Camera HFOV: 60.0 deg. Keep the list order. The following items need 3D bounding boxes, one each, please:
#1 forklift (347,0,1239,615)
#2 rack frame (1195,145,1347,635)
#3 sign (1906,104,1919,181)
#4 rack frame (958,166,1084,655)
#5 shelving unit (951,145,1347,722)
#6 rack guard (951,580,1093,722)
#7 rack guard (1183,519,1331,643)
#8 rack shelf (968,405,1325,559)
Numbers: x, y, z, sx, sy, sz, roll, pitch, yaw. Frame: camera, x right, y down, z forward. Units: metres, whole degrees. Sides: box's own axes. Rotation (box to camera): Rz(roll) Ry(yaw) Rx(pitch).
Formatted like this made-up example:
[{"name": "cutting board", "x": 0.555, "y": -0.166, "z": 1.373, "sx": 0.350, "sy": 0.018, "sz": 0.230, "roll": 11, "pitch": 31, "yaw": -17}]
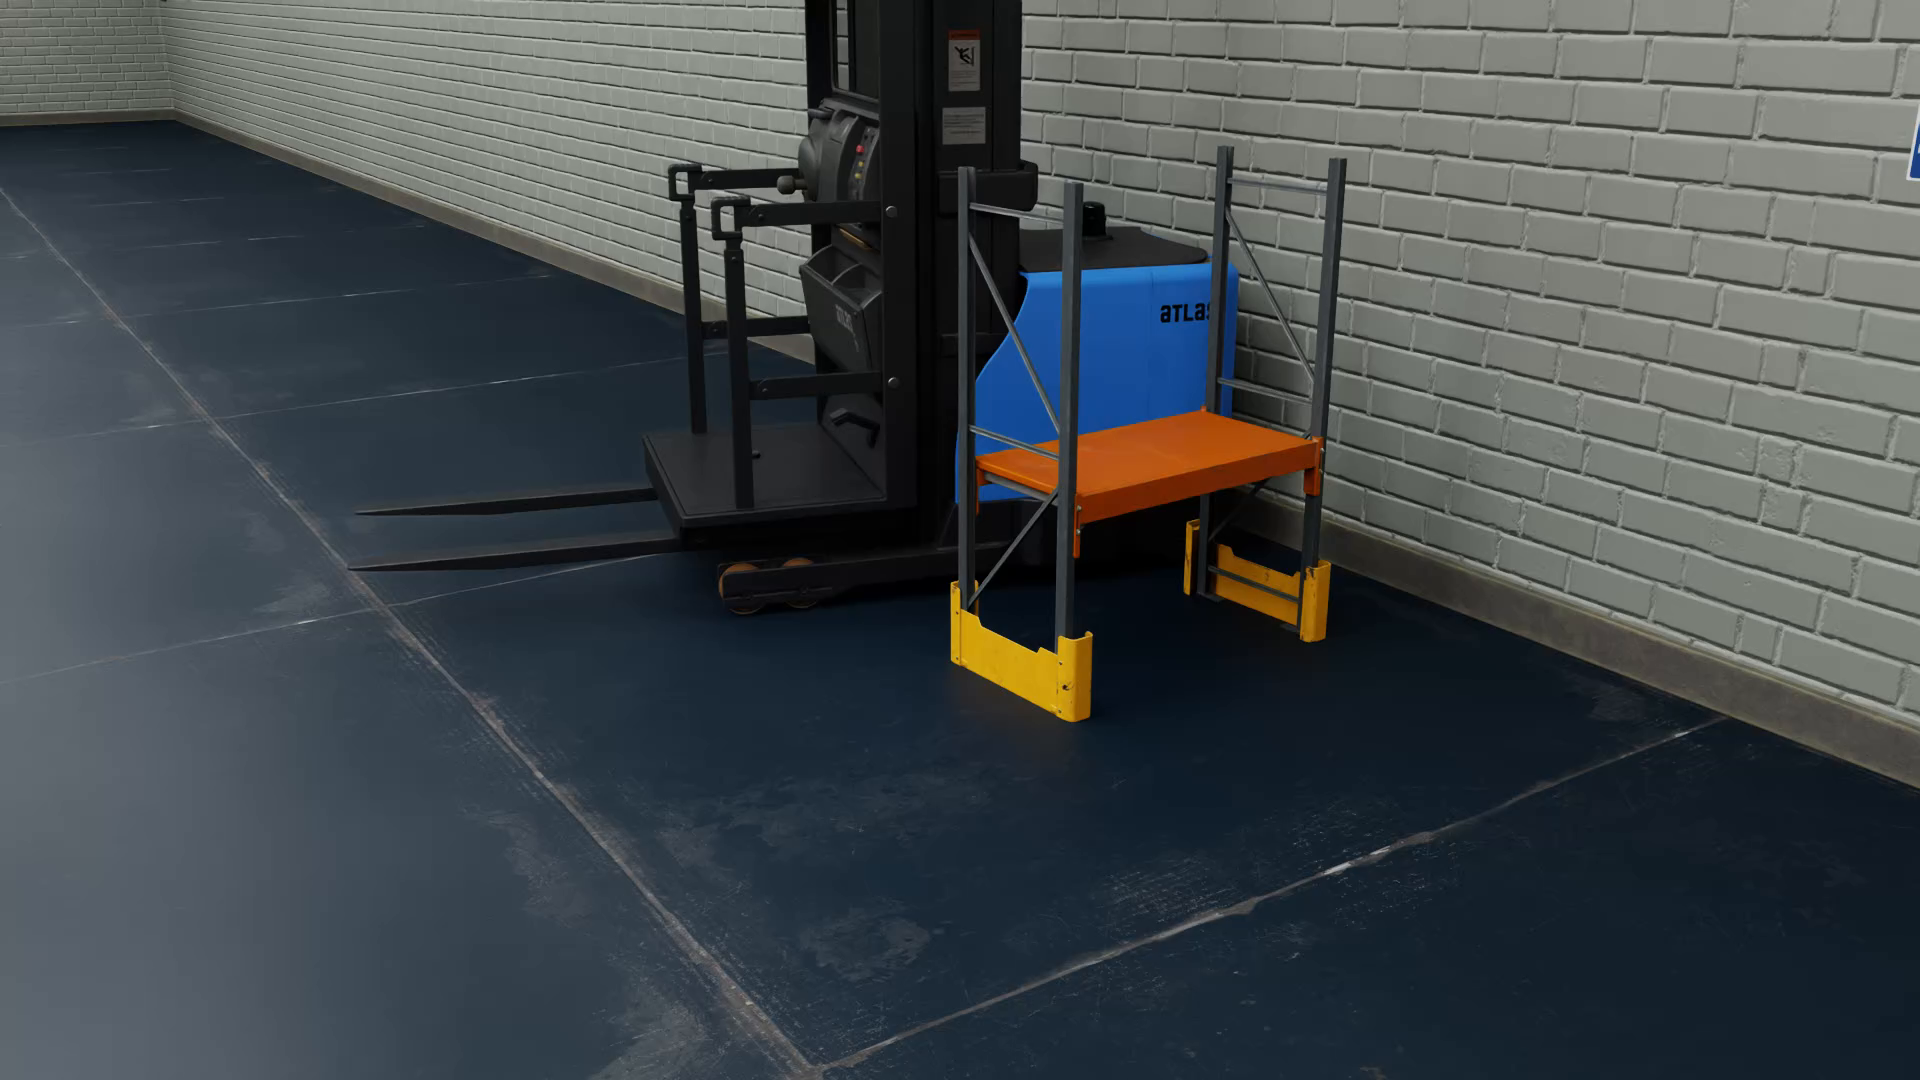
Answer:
[{"name": "forklift", "x": -0.596, "y": -1.330, "z": 5.603, "sx": 3.031, "sy": 2.935, "sz": 1.130, "roll": -6, "pitch": 19, "yaw": -16}, {"name": "rack frame", "x": 0.970, "y": -0.466, "z": 5.280, "sx": 0.032, "sy": 1.500, "sz": 0.500, "roll": -14, "pitch": 23, "yaw": -35}, {"name": "sign", "x": 2.429, "y": -0.950, "z": 3.948, "sx": 0.001, "sy": 0.218, "sz": 0.327, "roll": -12, "pitch": 22, "yaw": -31}, {"name": "rack frame", "x": 0.157, "y": -0.270, "z": 4.702, "sx": 0.032, "sy": 1.500, "sz": 0.500, "roll": -14, "pitch": 23, "yaw": -35}, {"name": "shelving unit", "x": 0.571, "y": -0.370, "z": 4.997, "sx": 1.083, "sy": 1.500, "sz": 0.587, "roll": -14, "pitch": 23, "yaw": -35}, {"name": "rack guard", "x": 0.172, "y": 0.318, "z": 4.914, "sx": 0.087, "sy": 0.250, "sz": 0.587, "roll": -14, "pitch": 23, "yaw": -35}, {"name": "rack guard", "x": 0.969, "y": 0.127, "z": 5.480, "sx": 0.087, "sy": 0.250, "sz": 0.587, "roll": -14, "pitch": 23, "yaw": -35}, {"name": "rack shelf", "x": 0.563, "y": -0.198, "z": 5.049, "sx": 1.000, "sy": 0.185, "sz": 0.538, "roll": -14, "pitch": 23, "yaw": -35}]
